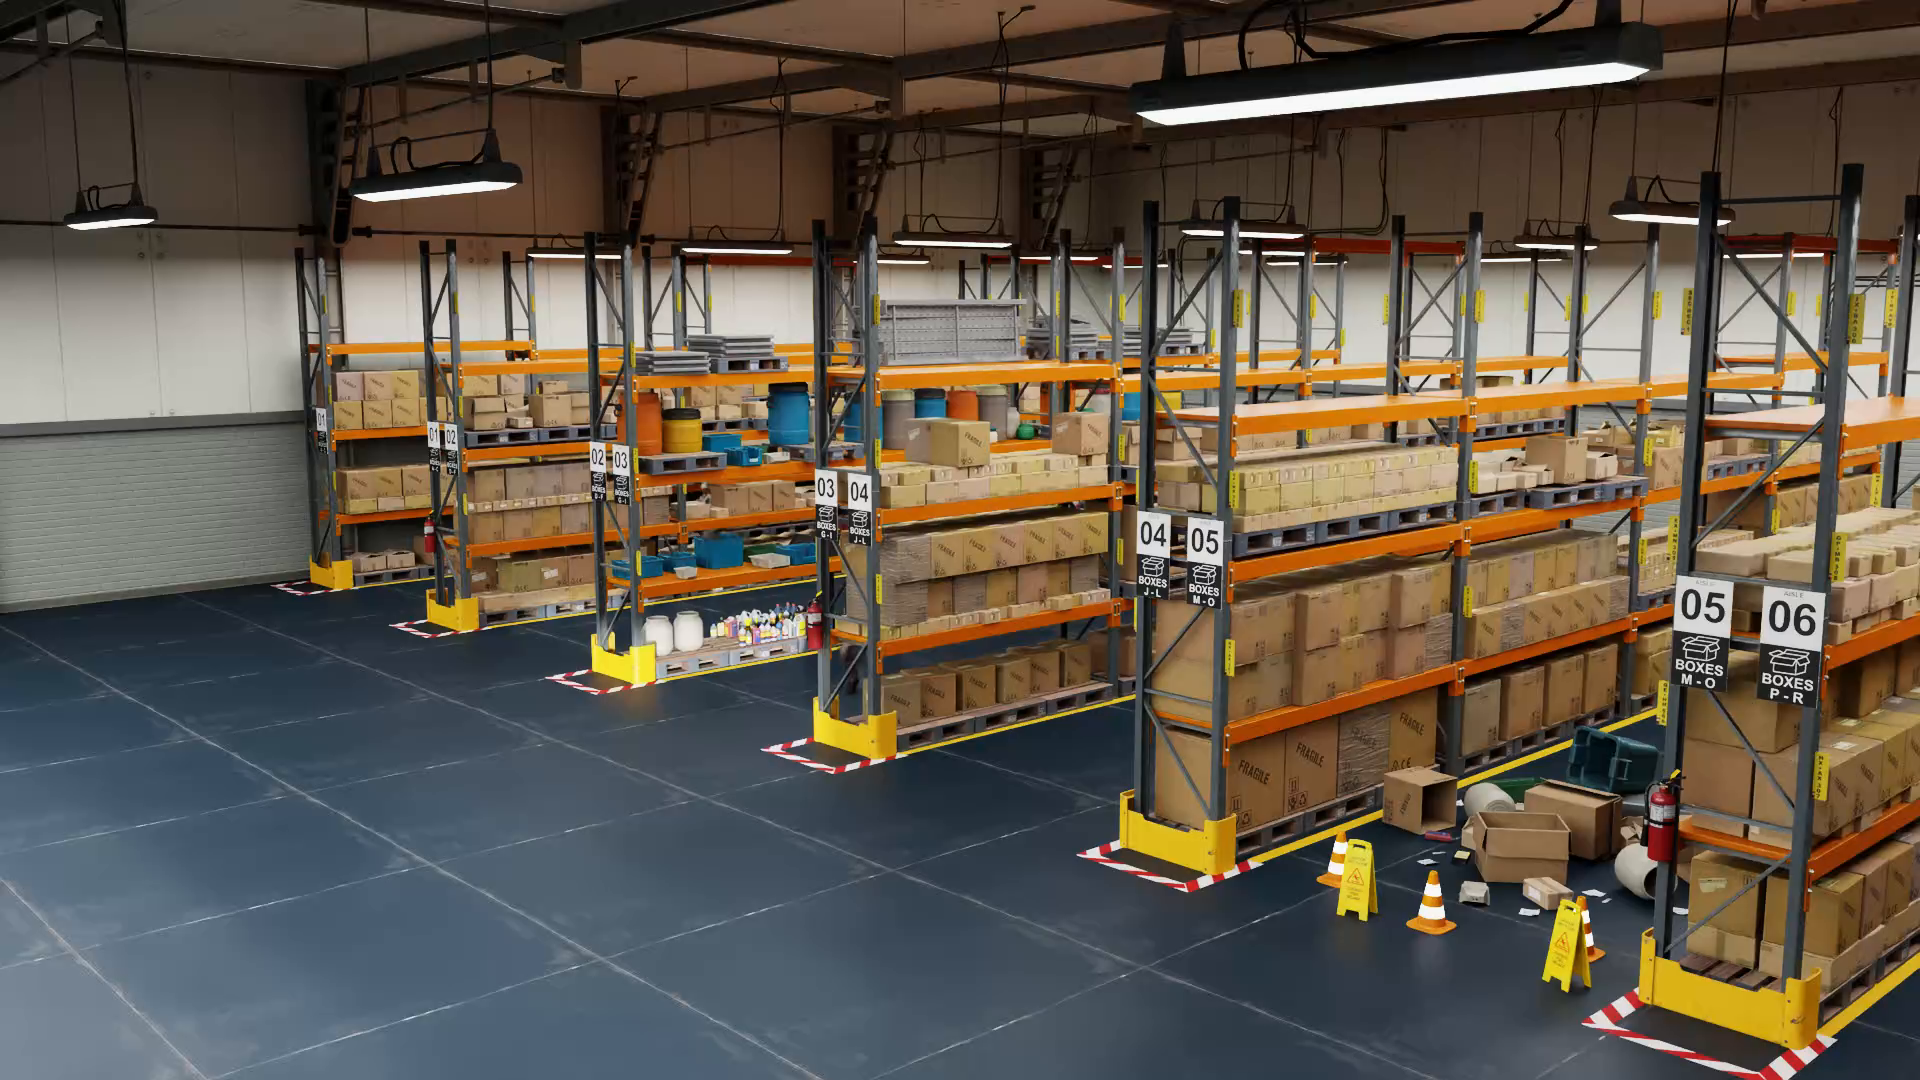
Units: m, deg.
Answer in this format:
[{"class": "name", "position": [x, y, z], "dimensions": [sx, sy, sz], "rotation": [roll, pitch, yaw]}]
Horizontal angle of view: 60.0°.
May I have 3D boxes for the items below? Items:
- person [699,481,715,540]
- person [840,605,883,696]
[{"class": "person", "position": [-4.737, -0.267, 31.269], "dimensions": [0.576, 1.719, 0.890], "rotation": [8, 11, 42]}, {"class": "person", "position": [-1.298, 1.159, 21.652], "dimensions": [0.596, 1.764, 0.732], "rotation": [5, 10, 30]}]
